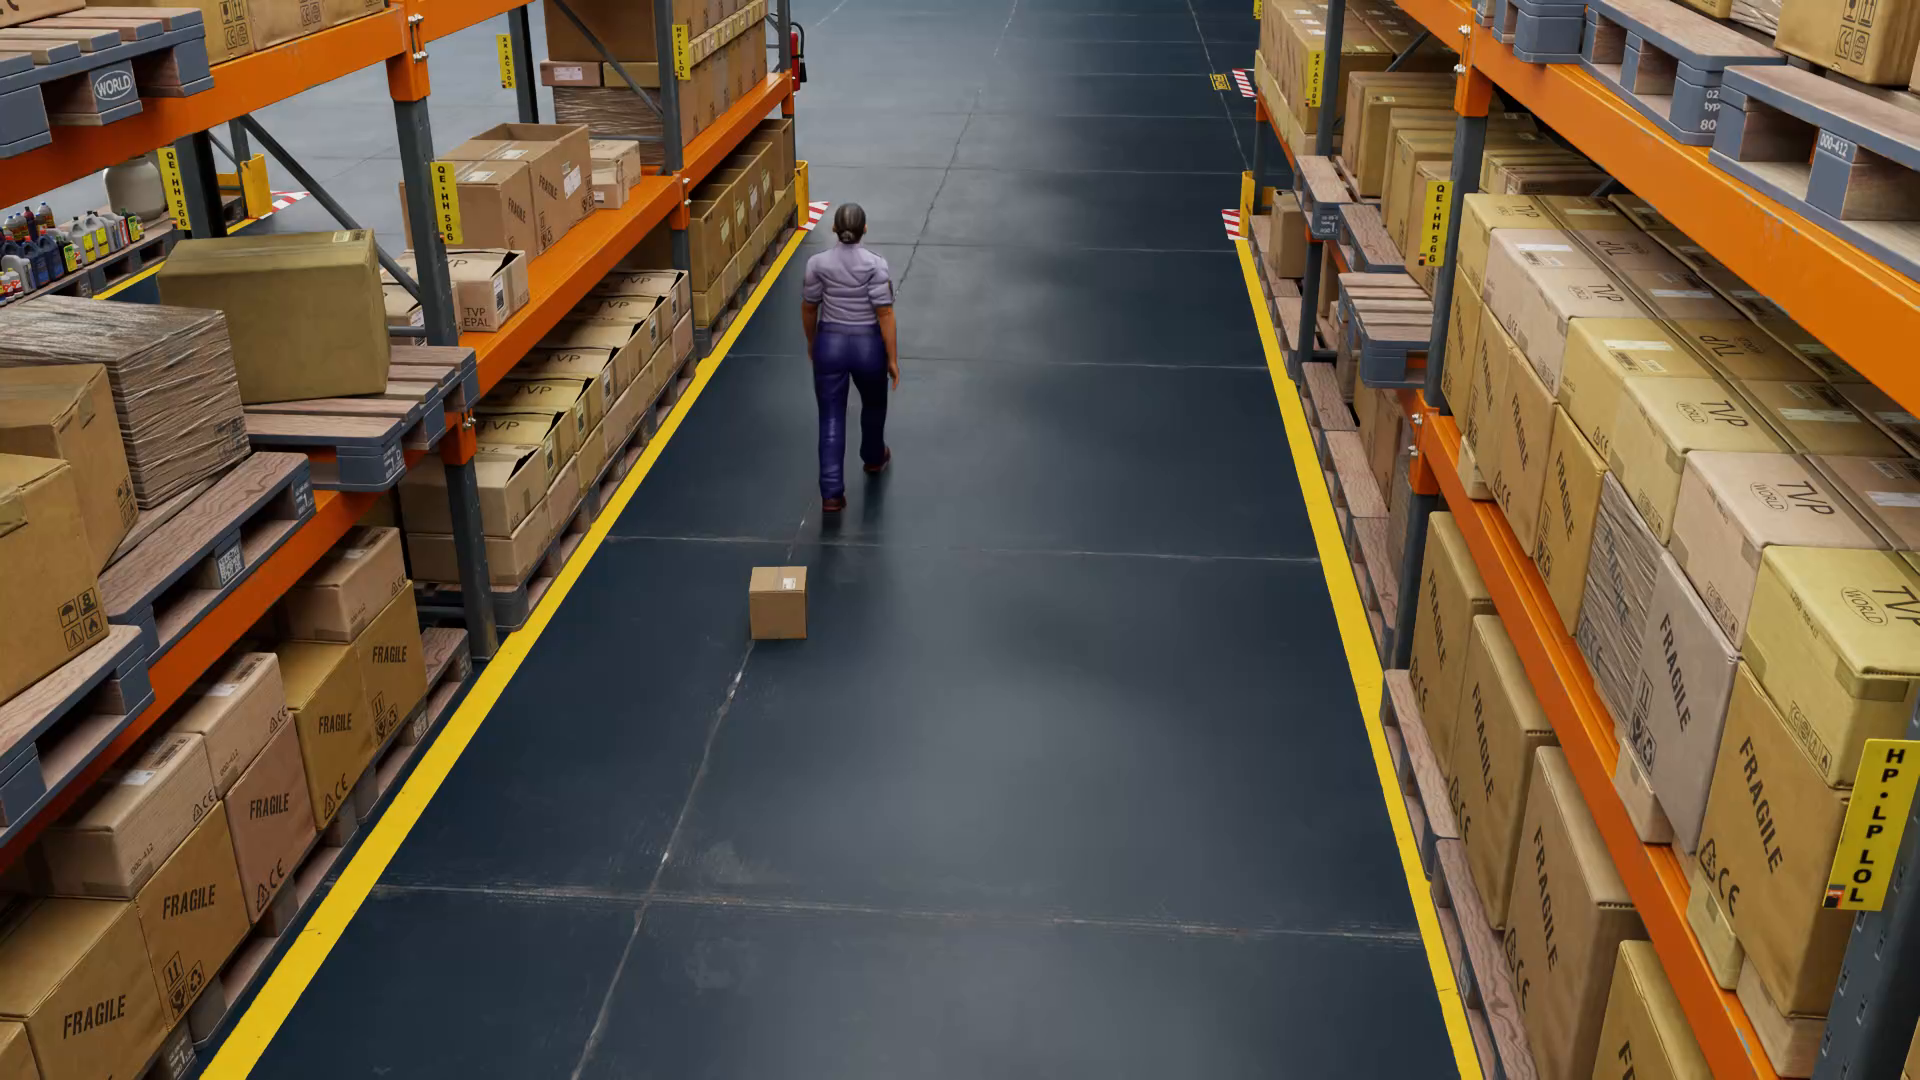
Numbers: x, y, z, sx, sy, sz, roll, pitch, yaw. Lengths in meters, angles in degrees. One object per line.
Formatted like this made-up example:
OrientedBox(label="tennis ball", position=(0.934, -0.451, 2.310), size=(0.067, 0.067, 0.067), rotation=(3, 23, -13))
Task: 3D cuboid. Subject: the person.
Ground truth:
OrientedBox(label="person", position=(-0.576, -1.011, 8.826), size=(0.524, 1.589, 1.024), rotation=(1, 25, 2))
